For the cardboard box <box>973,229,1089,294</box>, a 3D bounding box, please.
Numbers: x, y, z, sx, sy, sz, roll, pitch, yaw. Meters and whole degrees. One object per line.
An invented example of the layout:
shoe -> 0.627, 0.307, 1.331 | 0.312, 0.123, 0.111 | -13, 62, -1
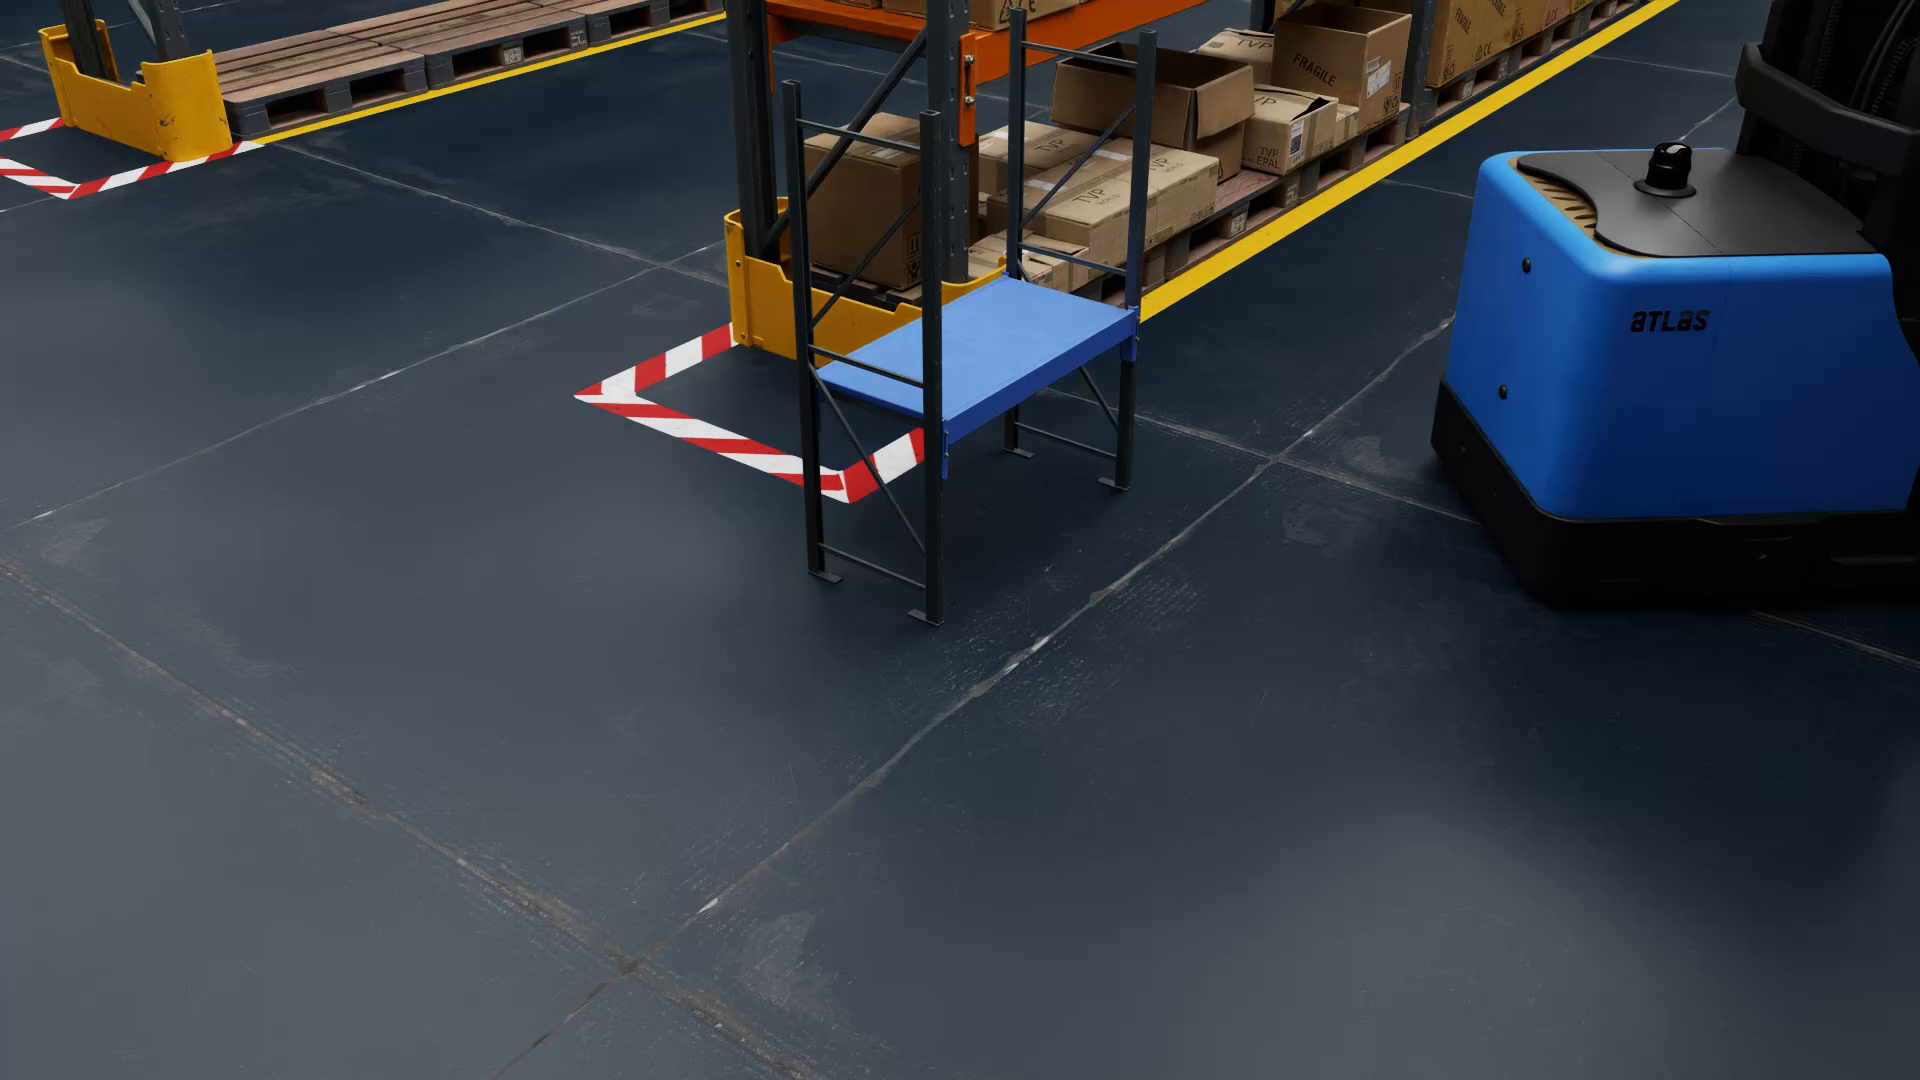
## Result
cardboard box -> 0.275, -1.082, 6.481 | 0.380, 0.166, 0.250 | 21, 37, 31

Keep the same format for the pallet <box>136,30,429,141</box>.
pallet -> -3.821, -2.595, 9.422 | 1.003, 0.211, 1.213 | 21, 37, 31

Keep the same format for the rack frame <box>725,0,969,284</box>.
rack frame -> -0.403, -1.946, 5.591 | 1.000, 3.000, 0.127 | 21, 37, 31

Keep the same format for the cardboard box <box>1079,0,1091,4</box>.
cardboard box -> 0.383, -2.299, 6.090 | 0.500, 0.500, 0.500 | 21, 36, 31

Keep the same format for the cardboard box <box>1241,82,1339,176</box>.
cardboard box -> 1.441, -1.980, 7.855 | 0.500, 0.311, 0.500 | 21, 37, 31

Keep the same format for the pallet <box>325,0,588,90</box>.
pallet -> -3.084, -3.089, 10.255 | 1.003, 0.211, 1.213 | 21, 37, 31

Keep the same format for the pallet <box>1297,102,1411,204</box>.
pallet -> 1.597, -2.093, 8.575 | 1.003, 0.211, 1.213 | 21, 37, 31

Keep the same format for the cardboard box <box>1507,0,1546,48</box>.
cardboard box -> 3.119, -3.228, 9.775 | 0.500, 0.500, 0.500 | 22, 37, 32

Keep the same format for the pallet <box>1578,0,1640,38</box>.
pallet -> 3.946, -3.706, 11.296 | 1.003, 0.211, 1.213 | 21, 37, 31

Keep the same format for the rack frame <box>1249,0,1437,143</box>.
rack frame -> 2.012, -3.572, 8.335 | 1.000, 3.000, 0.127 | 21, 37, 31

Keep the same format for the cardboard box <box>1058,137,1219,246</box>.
cardboard box -> 0.755, -1.492, 7.091 | 0.500, 0.250, 0.500 | 21, 37, 31

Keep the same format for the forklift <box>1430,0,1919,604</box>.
forklift -> 3.142, -1.357, 4.664 | 3.031, 2.935, 1.130 | -2, 31, -3

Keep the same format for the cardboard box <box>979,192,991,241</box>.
cardboard box -> 0.045, -1.350, 6.933 | 0.380, 0.166, 0.250 | 21, 37, 31

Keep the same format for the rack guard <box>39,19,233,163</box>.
rack guard -> -4.354, -2.383, 8.780 | 1.175, 0.500, 0.348 | 21, 37, 31

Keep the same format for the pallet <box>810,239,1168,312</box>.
pallet -> 0.124, -1.101, 6.902 | 1.003, 0.211, 1.213 | 21, 37, 31

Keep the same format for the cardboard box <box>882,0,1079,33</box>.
cardboard box -> 0.075, -2.088, 5.733 | 0.500, 0.500, 0.500 | 22, 37, 32

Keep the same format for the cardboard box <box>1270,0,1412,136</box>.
cardboard box -> 1.894, -2.367, 8.322 | 0.500, 0.500, 0.500 | 21, 37, 31

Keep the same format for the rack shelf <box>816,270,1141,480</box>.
rack shelf -> 0.051, -0.525, 5.018 | 0.538, 0.185, 1.000 | 21, 37, 31

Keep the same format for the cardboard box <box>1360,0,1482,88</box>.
cardboard box -> 2.498, -2.807, 9.065 | 0.500, 0.500, 0.500 | 19, 36, 29

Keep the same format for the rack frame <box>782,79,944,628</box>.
rack frame -> -0.255, -0.473, 4.577 | 0.500, 1.500, 0.032 | 21, 37, 31

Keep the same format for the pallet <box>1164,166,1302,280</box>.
pallet -> 0.861, -1.595, 7.735 | 1.003, 0.211, 1.213 | 21, 37, 31

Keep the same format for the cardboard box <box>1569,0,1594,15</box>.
cardboard box -> 3.736, -3.649, 10.485 | 0.500, 0.500, 0.500 | 20, 36, 30

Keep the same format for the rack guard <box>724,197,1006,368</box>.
rack guard -> -0.357, -0.901, 6.281 | 1.175, 0.500, 0.348 | 21, 37, 31

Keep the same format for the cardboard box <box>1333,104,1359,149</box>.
cardboard box -> 1.716, -2.045, 8.123 | 0.380, 0.149, 0.250 | 21, 37, 31

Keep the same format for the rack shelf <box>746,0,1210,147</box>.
rack shelf -> 0.805, -2.449, 7.146 | 1.077, 0.370, 4.000 | 21, 37, 31

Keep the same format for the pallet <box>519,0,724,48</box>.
pallet -> -2.348, -3.587, 11.096 | 1.003, 0.211, 1.213 | 21, 37, 31

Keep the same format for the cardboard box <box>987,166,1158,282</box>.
cardboard box -> 0.454, -1.289, 6.749 | 0.500, 0.250, 0.500 | 21, 37, 31

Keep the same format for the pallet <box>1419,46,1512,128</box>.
pallet -> 2.473, -2.714, 9.623 | 1.003, 0.211, 1.213 | 21, 37, 31

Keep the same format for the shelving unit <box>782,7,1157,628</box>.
shelving unit -> 0.051, -0.680, 4.926 | 0.538, 1.500, 1.048 | 21, 37, 31

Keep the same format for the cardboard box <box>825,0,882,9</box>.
cardboard box -> -0.349, -2.255, 6.014 | 0.500, 0.500, 0.500 | 22, 37, 33

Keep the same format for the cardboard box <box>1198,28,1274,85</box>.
cardboard box -> 1.586, -2.500, 8.732 | 0.500, 0.311, 0.500 | 21, 37, 31

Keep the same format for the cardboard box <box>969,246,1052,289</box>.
cardboard box -> 0.124, -0.973, 6.315 | 0.380, 0.149, 0.250 | 21, 37, 31

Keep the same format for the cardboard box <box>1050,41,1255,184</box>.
cardboard box -> 0.882, -1.922, 7.568 | 0.797, 0.503, 0.637 | 21, 37, 31

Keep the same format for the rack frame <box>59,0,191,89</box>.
rack frame -> -4.350, -3.472, 8.166 | 1.000, 3.000, 0.127 | 21, 37, 31

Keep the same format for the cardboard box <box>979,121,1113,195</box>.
cardboard box -> 0.327, -1.626, 7.317 | 0.500, 0.250, 0.500 | 21, 37, 31

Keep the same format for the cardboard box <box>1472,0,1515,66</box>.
cardboard box -> 2.811, -3.027, 9.437 | 0.500, 0.500, 0.500 | 22, 37, 32

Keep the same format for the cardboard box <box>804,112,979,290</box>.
cardboard box -> -0.271, -1.357, 6.617 | 0.500, 0.500, 0.500 | 21, 37, 31

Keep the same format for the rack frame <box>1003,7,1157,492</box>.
rack frame -> 0.358, -0.887, 5.275 | 0.500, 1.500, 0.032 | 21, 37, 31

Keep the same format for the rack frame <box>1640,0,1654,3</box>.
rack frame -> 4.426, -5.198, 11.078 | 1.000, 3.000, 0.127 | 21, 37, 31

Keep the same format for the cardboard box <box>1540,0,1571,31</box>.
cardboard box -> 3.425, -3.434, 10.122 | 0.500, 0.500, 0.500 | 20, 36, 30

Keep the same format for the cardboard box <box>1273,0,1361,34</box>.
cardboard box -> 2.081, -2.974, 9.347 | 0.500, 0.500, 0.500 | 21, 37, 31

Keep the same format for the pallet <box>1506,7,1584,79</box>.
pallet -> 3.209, -3.212, 10.463 | 1.003, 0.211, 1.213 | 21, 37, 31

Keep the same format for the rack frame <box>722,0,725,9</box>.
rack frame -> -1.935, -5.098, 10.909 | 1.000, 3.000, 0.127 | 21, 37, 31
